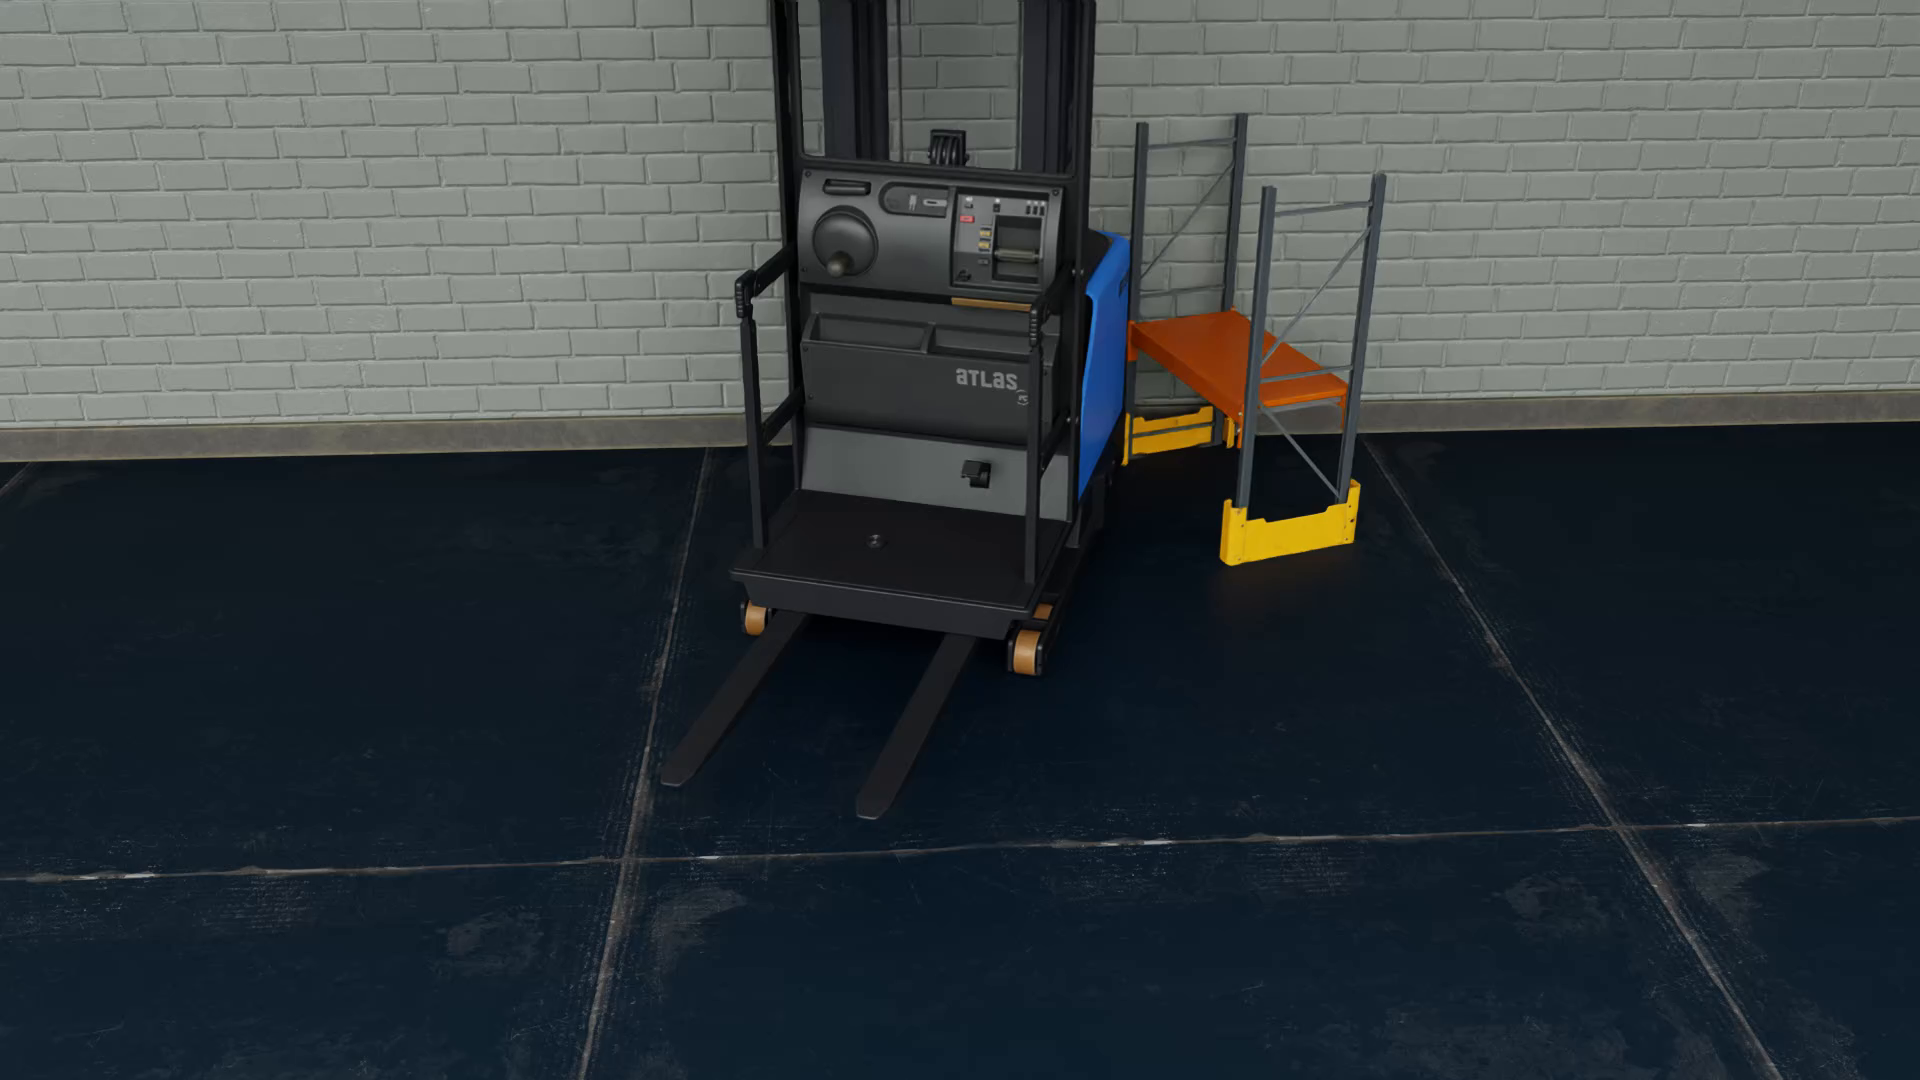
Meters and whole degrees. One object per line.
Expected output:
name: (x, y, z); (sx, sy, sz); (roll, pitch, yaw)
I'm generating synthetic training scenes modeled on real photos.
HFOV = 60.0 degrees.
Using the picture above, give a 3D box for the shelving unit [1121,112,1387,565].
shelving unit: (1.139, -0.844, 6.746); (0.587, 1.500, 1.083); (-10, 29, -18)

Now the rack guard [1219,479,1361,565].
rack guard: (1.315, -0.074, 6.622); (0.587, 0.250, 0.087); (-10, 29, -18)

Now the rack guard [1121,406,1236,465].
rack guard: (0.963, -0.505, 7.448); (0.587, 0.250, 0.087); (-10, 29, -18)

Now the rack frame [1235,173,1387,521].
rack frame: (1.315, -0.628, 6.332); (0.500, 1.500, 0.032); (-10, 29, -18)

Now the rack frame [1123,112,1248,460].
rack frame: (0.956, -1.068, 7.175); (0.500, 1.500, 0.032); (-10, 29, -18)

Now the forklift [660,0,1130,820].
forklift: (-0.164, -1.021, 5.539); (1.130, 2.935, 3.031); (7, 28, 13)

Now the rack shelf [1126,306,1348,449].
rack shelf: (1.136, -0.688, 6.837); (0.538, 0.185, 1.000); (-10, 29, -18)
